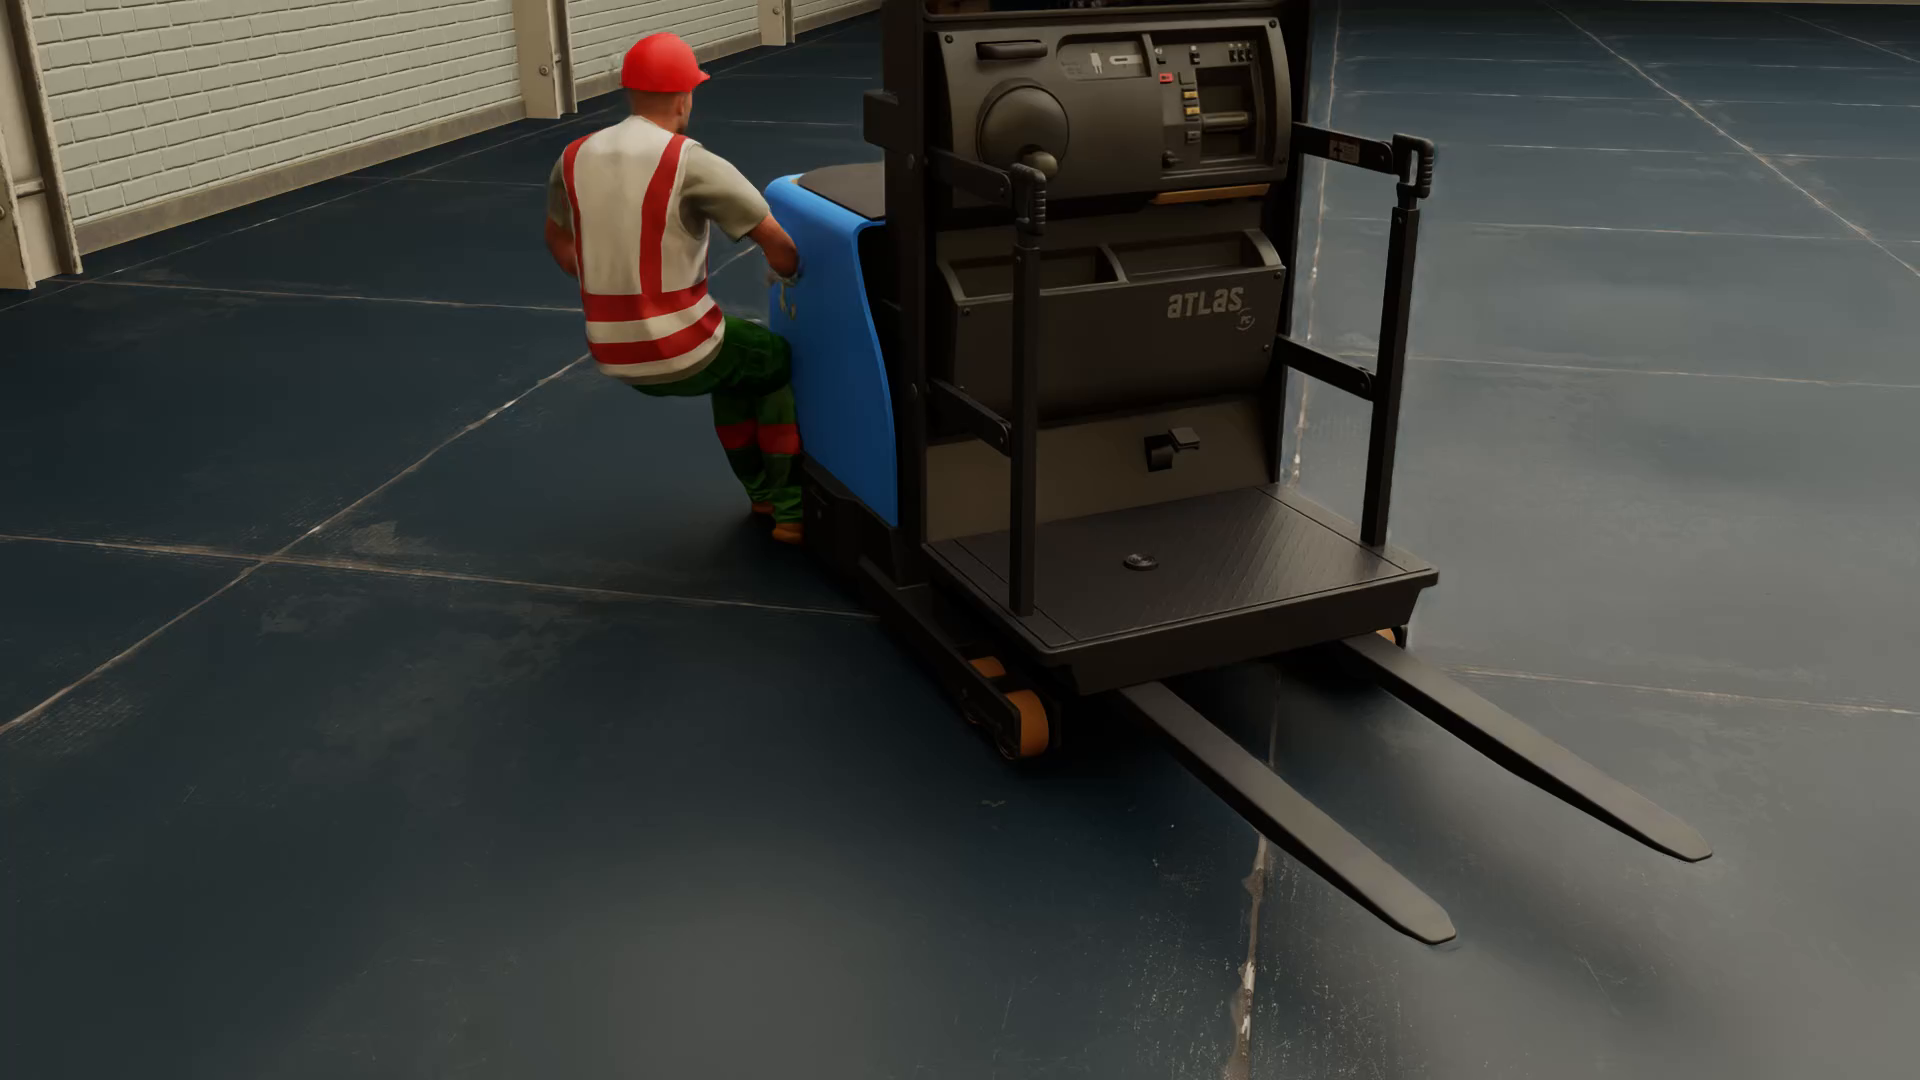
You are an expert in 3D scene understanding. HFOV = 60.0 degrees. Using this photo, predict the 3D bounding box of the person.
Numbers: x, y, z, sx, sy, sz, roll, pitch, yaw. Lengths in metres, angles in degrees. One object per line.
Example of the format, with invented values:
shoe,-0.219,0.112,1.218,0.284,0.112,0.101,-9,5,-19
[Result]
person,-0.732,-0.703,4.933,0.787,1.566,0.898,9,24,22

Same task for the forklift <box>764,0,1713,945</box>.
forklift,0.476,-1.029,3.789,1.130,2.935,3.031,-10,24,-23
